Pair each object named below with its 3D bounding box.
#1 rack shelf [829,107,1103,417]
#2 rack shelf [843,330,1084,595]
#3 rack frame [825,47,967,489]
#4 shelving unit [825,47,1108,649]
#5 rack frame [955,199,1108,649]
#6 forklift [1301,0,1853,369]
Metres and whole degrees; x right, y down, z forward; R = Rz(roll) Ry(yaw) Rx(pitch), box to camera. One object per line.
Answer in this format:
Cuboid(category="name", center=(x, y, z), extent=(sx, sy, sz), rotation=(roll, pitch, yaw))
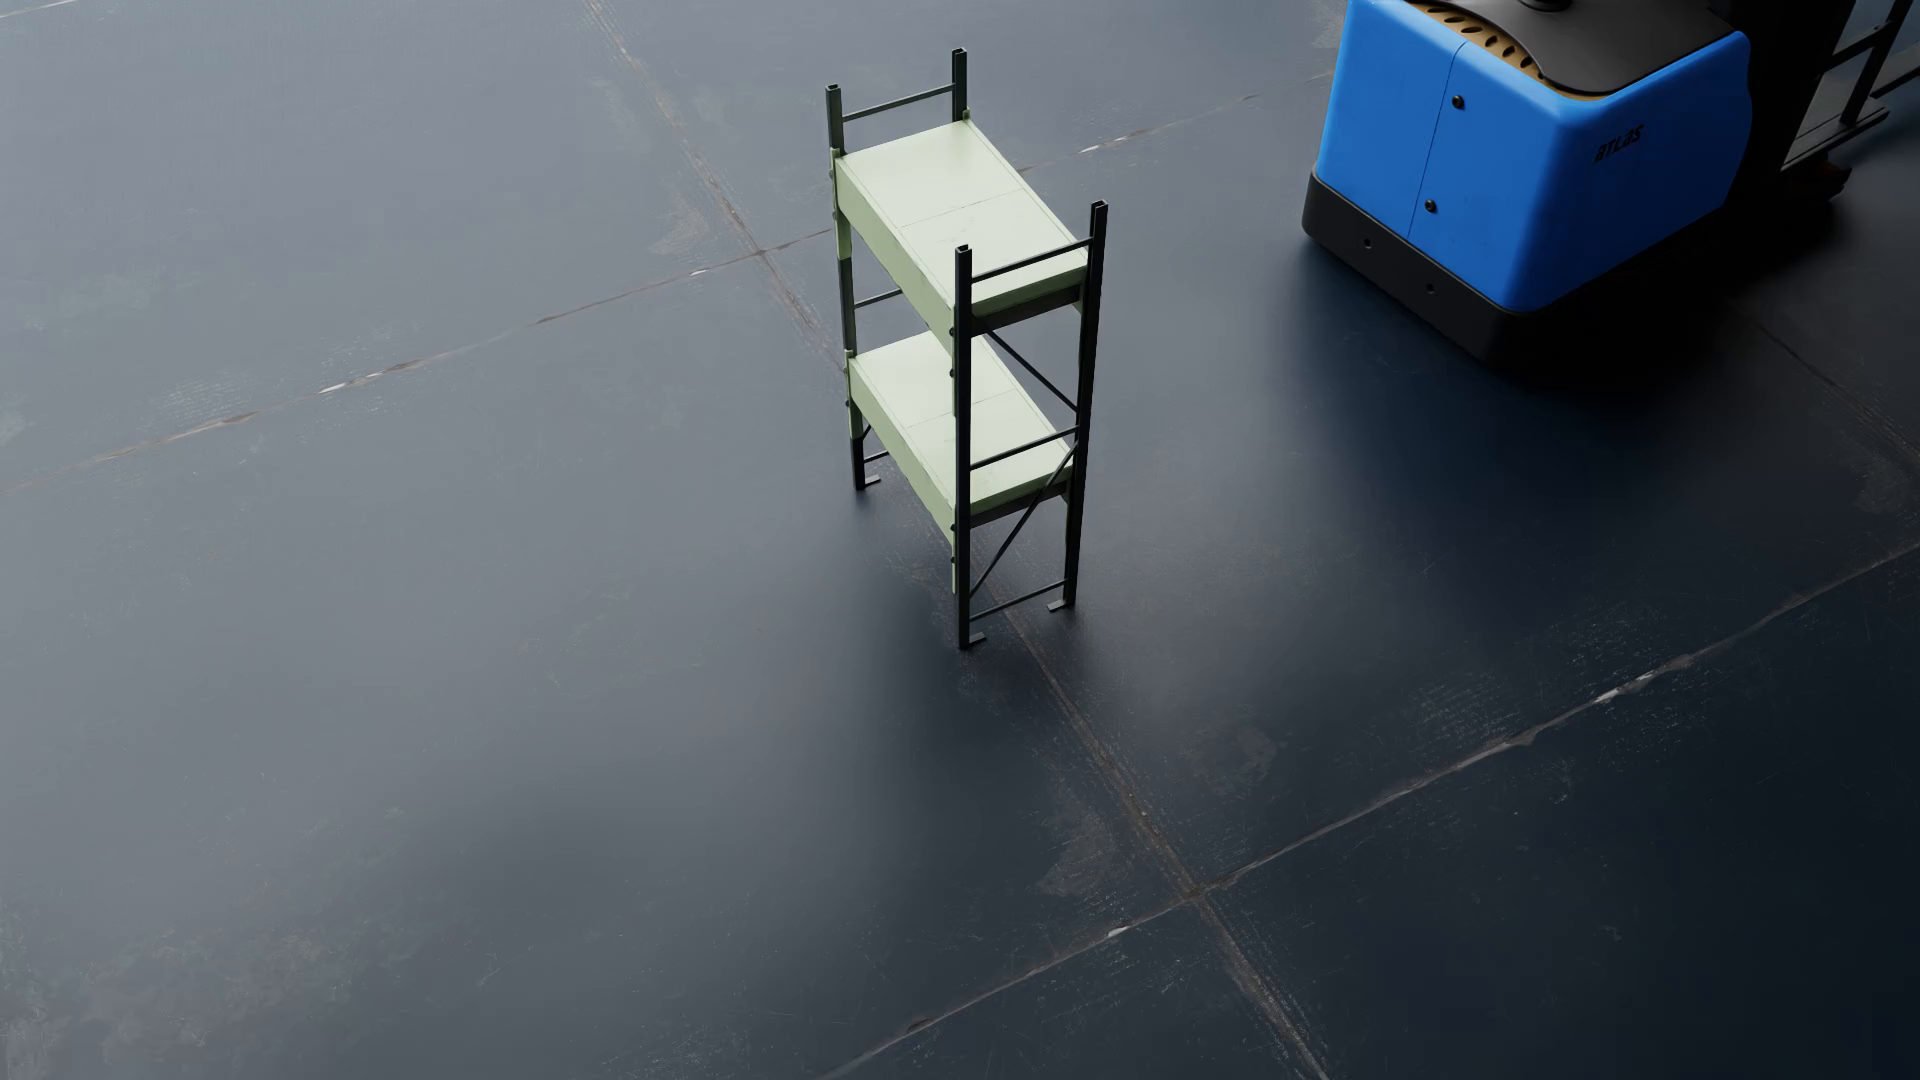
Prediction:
Cuboid(category="rack shelf", center=(0.003, -0.746, 4.388), extent=(0.431, 0.370, 0.720), rotation=(-21, 52, -18))
Cuboid(category="rack shelf", center=(0.003, -0.275, 4.927), extent=(0.431, 0.370, 0.720), rotation=(-21, 52, -18))
Cuboid(category="rack frame", center=(-0.164, -0.734, 4.896), extent=(0.400, 1.500, 0.023), rotation=(-21, 52, -18))
Cuboid(category="shelving unit", center=(0.003, -0.489, 4.682), extent=(0.431, 1.500, 0.755), rotation=(-21, 52, -18))
Cuboid(category="rack frame", center=(0.171, -0.244, 4.467), extent=(0.400, 1.500, 0.023), rotation=(-21, 52, -18))
Cuboid(category="forklift", center=(2.762, -2.454, 5.449), extent=(3.031, 2.935, 1.130), rotation=(-29, 55, -23))
